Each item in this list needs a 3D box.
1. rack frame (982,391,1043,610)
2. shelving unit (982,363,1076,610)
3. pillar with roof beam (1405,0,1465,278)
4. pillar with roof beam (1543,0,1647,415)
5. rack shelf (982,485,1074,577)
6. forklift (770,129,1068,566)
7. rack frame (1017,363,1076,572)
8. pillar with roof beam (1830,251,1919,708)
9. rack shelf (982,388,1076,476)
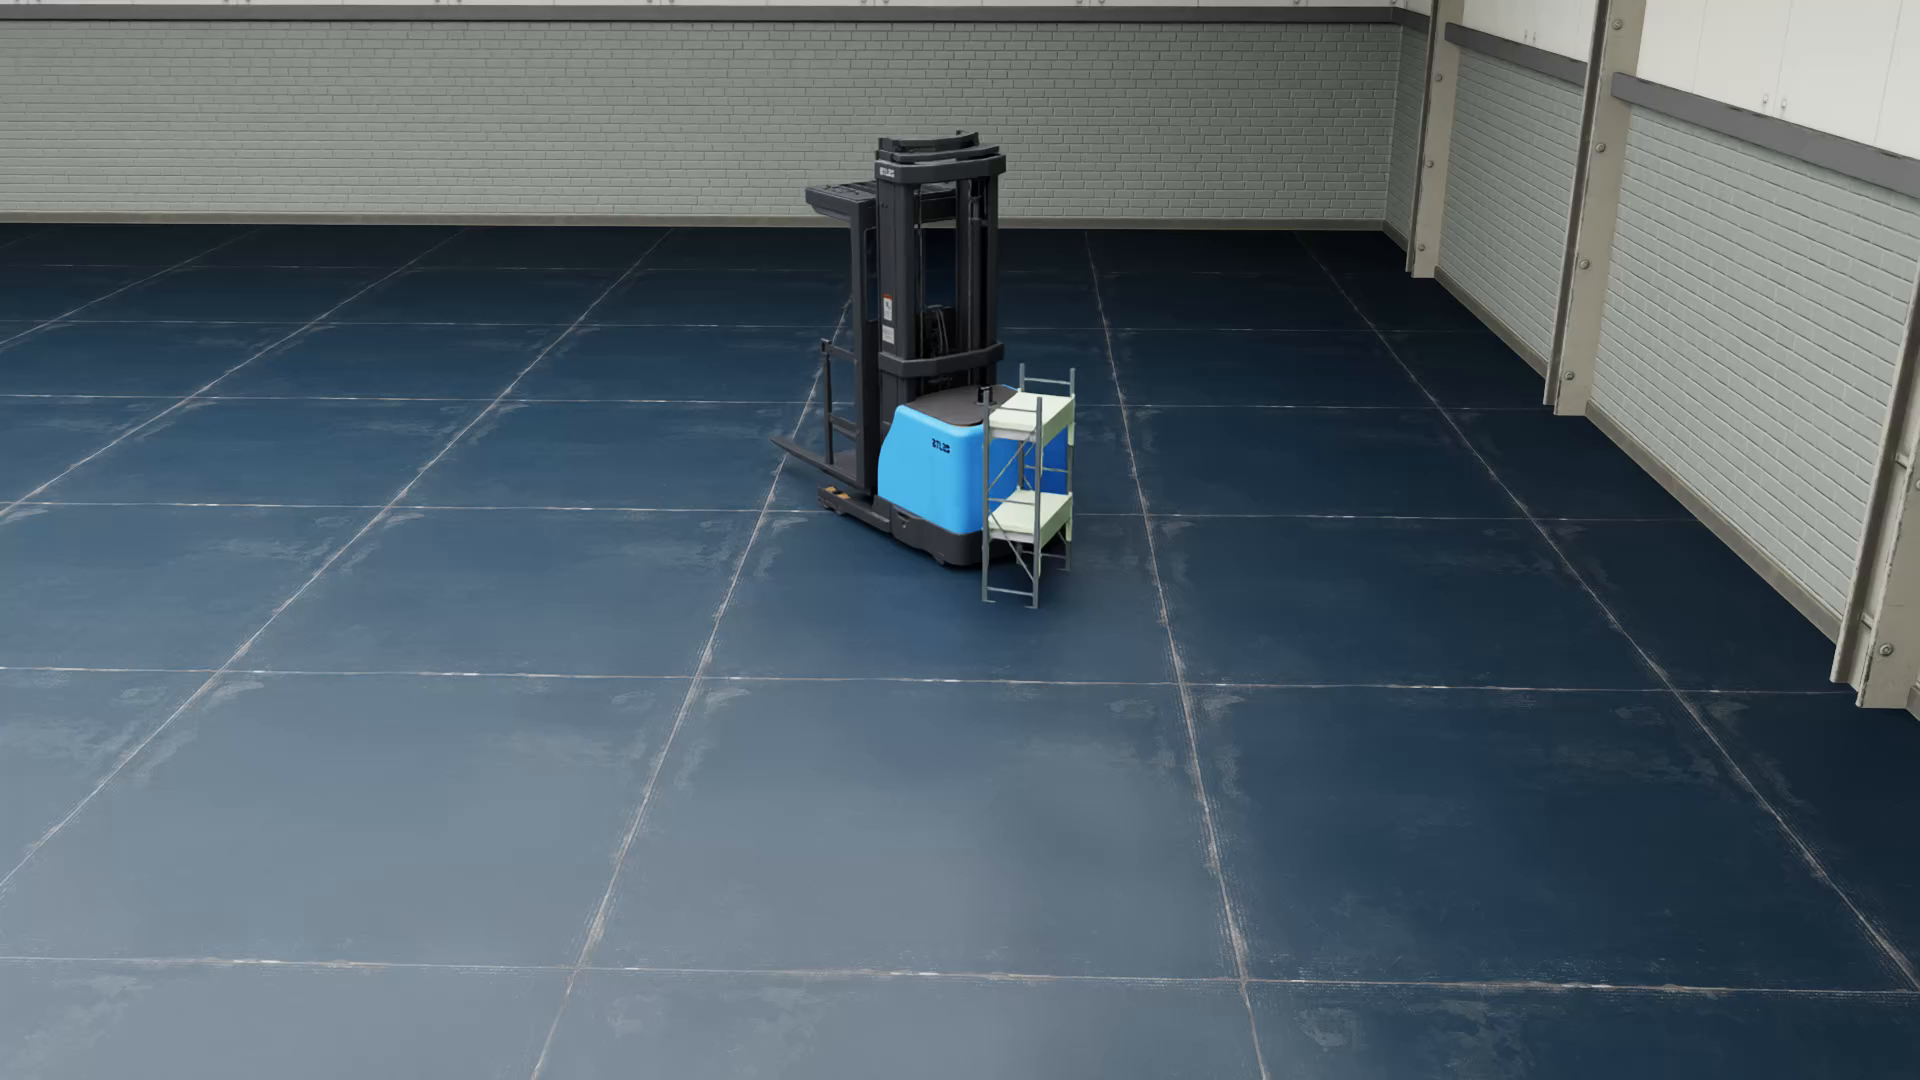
[{"bbox_3d":[0.345,-0.251,11.104,0.400,1.500,0.023,8,23,19],"label":"rack frame"},{"bbox_3d":[0.474,-0.375,11.423,0.431,1.500,0.755,8,23,19],"label":"shelving unit"},{"bbox_3d":[1.601,-7.648,19.801,9.100,9.000,0.400,1,21,2],"label":"pillar with roof beam"},{"bbox_3d":[1.419,-5.479,14.210,9.100,9.000,0.400,1,21,2],"label":"pillar with roof beam"},{"bbox_3d":[0.474,-0.071,11.541,0.431,0.370,0.720,8,23,19],"label":"rack shelf"},{"bbox_3d":[-0.468,-1.655,12.742,1.130,2.935,3.031,-15,26,-33],"label":"forklift"},{"bbox_3d":[0.604,-0.499,11.742,0.400,1.500,0.023,8,23,19],"label":"rack frame"},{"bbox_3d":[1.236,-3.310,8.619,9.100,9.000,0.400,1,21,2],"label":"pillar with roof beam"},{"bbox_3d":[0.474,-0.739,11.281,0.431,0.370,0.720,8,23,19],"label":"rack shelf"}]
